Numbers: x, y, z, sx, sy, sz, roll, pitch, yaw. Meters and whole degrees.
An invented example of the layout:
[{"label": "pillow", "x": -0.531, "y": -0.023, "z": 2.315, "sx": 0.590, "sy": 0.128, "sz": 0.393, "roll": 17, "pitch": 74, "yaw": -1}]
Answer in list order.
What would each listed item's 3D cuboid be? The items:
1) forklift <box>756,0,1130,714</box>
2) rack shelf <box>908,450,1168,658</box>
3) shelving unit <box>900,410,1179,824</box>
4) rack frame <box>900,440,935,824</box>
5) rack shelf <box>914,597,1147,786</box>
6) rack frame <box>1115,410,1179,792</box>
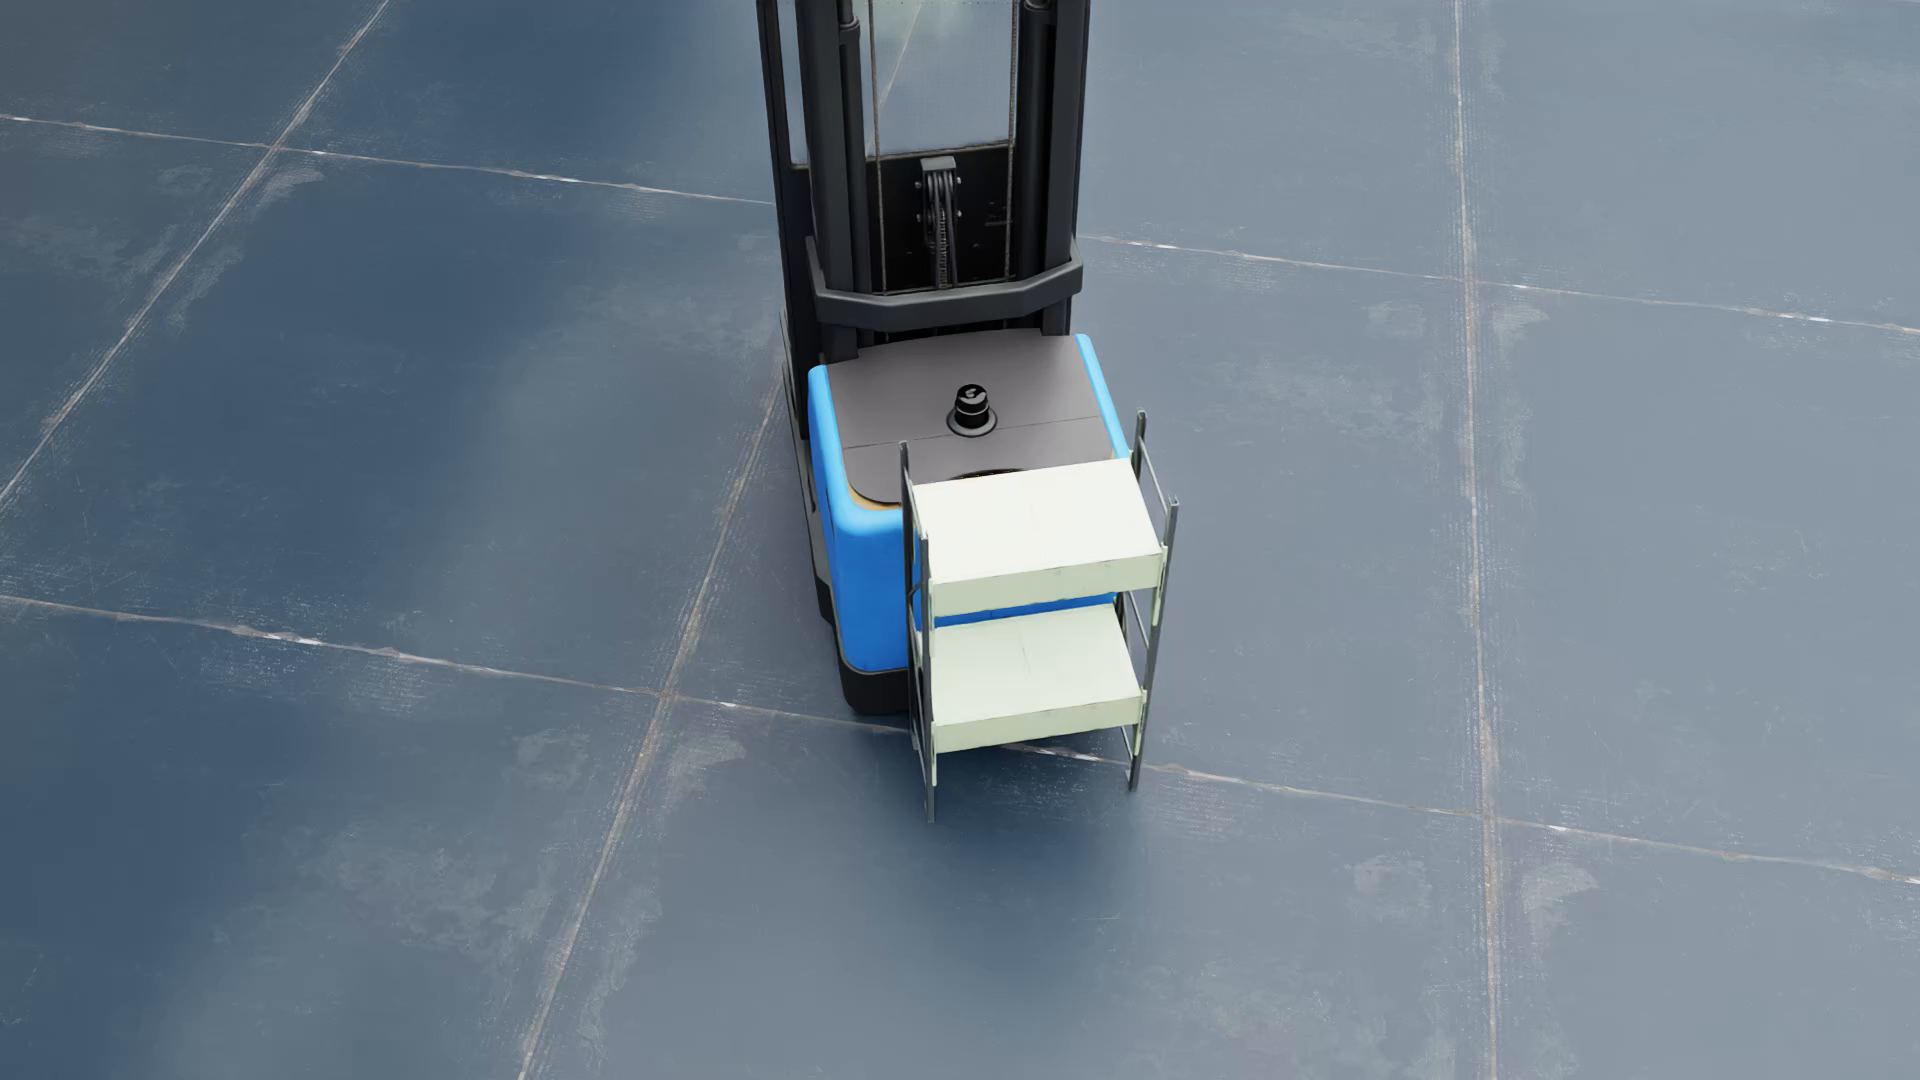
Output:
[{"label": "forklift", "x": -0.159, "y": -1.461, "z": 6.064, "sx": 1.130, "sy": 2.935, "sz": 3.031, "roll": -8, "pitch": 49, "yaw": -7}, {"label": "rack shelf", "x": 0.225, "y": 0.041, "z": 5.150, "sx": 0.720, "sy": 0.370, "sz": 0.431, "roll": -8, "pitch": 49, "yaw": -7}, {"label": "shelving unit", "x": 0.225, "y": 0.300, "z": 5.442, "sx": 0.755, "sy": 1.500, "sz": 0.431, "roll": -8, "pitch": 49, "yaw": -7}, {"label": "rack frame", "x": -0.135, "y": 0.348, "z": 5.399, "sx": 0.023, "sy": 1.500, "sz": 0.400, "roll": -8, "pitch": 49, "yaw": -7}, {"label": "rack shelf", "x": 0.224, "y": 0.516, "z": 5.686, "sx": 0.720, "sy": 0.370, "sz": 0.431, "roll": -8, "pitch": 49, "yaw": -7}, {"label": "rack frame", "x": 0.585, "y": 0.251, "z": 5.486, "sx": 0.023, "sy": 1.500, "sz": 0.400, "roll": -8, "pitch": 49, "yaw": -7}]
